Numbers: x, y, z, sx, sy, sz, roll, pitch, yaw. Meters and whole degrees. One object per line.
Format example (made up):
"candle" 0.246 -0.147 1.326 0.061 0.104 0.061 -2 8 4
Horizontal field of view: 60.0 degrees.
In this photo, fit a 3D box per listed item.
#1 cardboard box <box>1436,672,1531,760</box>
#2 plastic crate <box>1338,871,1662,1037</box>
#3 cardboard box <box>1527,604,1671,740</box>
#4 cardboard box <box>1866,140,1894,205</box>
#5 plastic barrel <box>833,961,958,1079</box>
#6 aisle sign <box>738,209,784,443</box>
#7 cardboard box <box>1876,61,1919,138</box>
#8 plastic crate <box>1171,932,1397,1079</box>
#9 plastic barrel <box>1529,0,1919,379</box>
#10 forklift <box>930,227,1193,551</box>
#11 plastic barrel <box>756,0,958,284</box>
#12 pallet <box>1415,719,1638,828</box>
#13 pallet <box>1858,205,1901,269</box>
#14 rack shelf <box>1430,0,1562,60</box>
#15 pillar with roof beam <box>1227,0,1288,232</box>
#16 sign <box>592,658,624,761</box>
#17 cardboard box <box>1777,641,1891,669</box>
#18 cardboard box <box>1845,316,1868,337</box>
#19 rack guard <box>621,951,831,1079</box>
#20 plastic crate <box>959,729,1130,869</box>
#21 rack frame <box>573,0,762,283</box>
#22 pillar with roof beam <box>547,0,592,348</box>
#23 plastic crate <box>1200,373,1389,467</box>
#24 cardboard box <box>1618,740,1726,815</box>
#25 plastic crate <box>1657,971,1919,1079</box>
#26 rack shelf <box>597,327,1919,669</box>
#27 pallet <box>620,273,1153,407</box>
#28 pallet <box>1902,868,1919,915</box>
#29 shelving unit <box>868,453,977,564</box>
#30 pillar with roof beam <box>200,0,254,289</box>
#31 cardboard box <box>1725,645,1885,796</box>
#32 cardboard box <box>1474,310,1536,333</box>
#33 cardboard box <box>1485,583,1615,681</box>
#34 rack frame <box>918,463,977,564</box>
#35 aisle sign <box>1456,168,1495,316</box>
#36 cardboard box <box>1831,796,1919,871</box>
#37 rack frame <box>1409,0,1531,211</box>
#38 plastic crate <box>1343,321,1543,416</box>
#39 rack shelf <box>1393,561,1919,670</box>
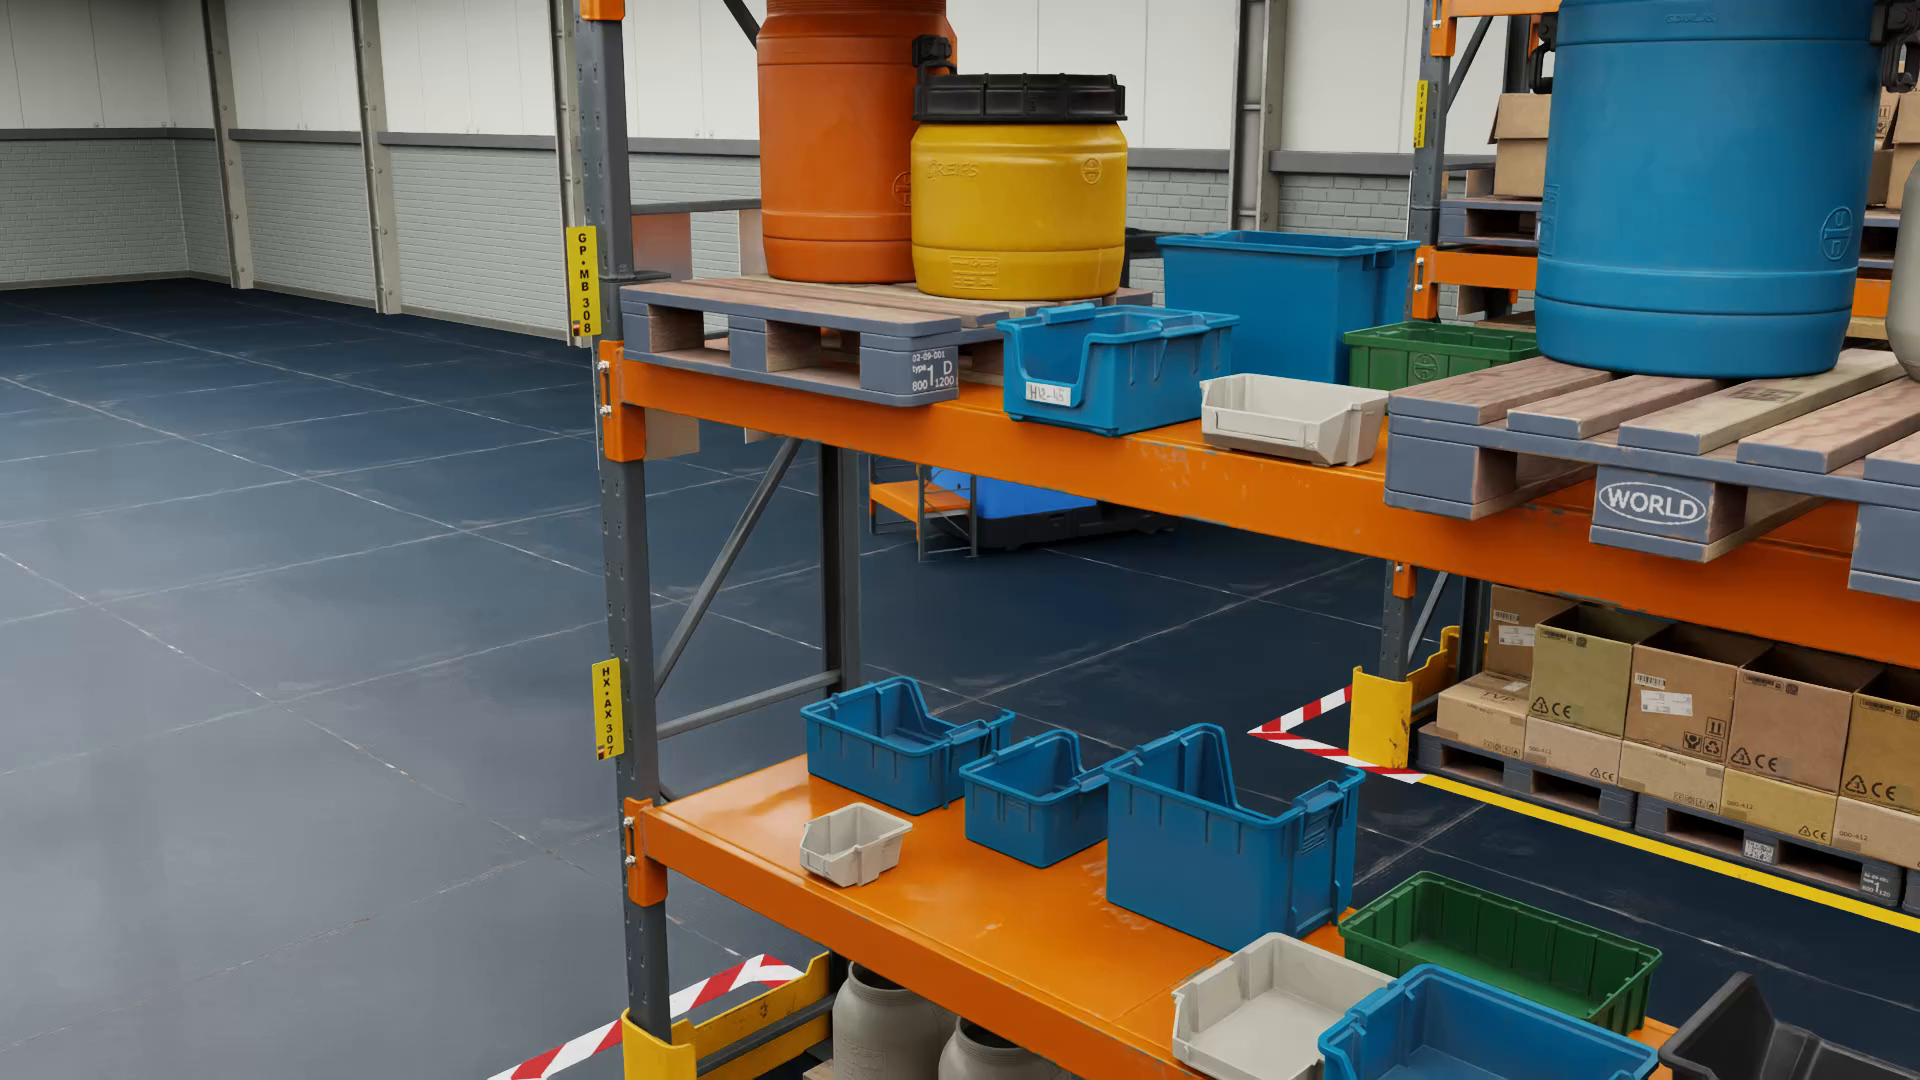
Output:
"cardboard box" 2.927 0.942 8.987 0.500 0.250 0.500 14 20 42
"plastic crate" 1.353 1.093 4.209 0.662 0.188 0.450 14 20 42
"cardboard box" 3.288 0.667 8.558 0.500 0.500 0.500 14 20 42
"cardboard box" 4.107 -1.748 7.808 0.500 0.311 0.500 -12 19 -38
"plastic barrel" -0.219 1.681 5.632 0.421 0.512 0.421 0 15 0
"aisle sign" -0.591 -0.745 5.688 0.004 0.787 0.394 14 20 42
"cardboard box" 6.566 -3.004 11.342 0.500 0.500 0.500 13 20 42
"plastic crate" 0.789 1.169 4.021 0.437 0.136 0.530 14 20 42
"plastic barrel" 1.492 -0.812 3.322 0.708 0.901 0.600 14 20 42
"forklift" 1.283 -1.574 14.160 3.031 2.935 1.130 -8 17 -28
"plastic barrel" -0.308 -1.221 5.037 0.708 0.830 0.600 14 20 42
"pallet" 3.275 1.156 9.075 1.213 0.211 1.003 14 20 42
"pallet" 4.069 -1.386 7.529 1.213 0.211 1.003 14 20 42
"rack shelf" 4.135 -2.331 7.250 4.000 0.370 1.077 14 20 42
"pillar with roof beam" -0.072 -4.425 13.069 0.400 9.000 9.100 14 20 42
"sign" -1.131 0.544 5.345 0.005 0.325 0.100 14 20 42
"cardboard box" 4.377 0.745 8.256 0.500 0.500 0.500 14 20 42
"cardboard box" 6.266 -1.381 12.054 0.500 0.500 0.500 14 20 42
"rack guard" -0.658 1.794 6.057 0.348 0.500 1.175 14 20 42
"plastic crate" 0.286 0.799 5.211 0.408 0.251 0.499 14 20 42
"rack frame" -0.746 -2.324 5.004 0.127 3.000 1.000 14 20 42
"pillar with roof beam" -8.711 -6.525 21.129 0.400 9.000 9.100 14 20 42
"plastic crate" 0.698 -0.252 3.525 0.396 0.136 0.243 14 20 42
"cardboard box" 3.649 1.117 8.318 0.500 0.250 0.500 14 20 42
"plastic crate" 1.845 1.195 3.522 0.504 0.338 0.767 14 20 42
"rack shelf" 0.694 -0.174 4.129 4.000 0.370 1.077 14 20 42
"pallet" -0.218 -0.618 4.782 1.213 0.211 1.003 14 20 42
"pallet" 5.031 1.583 7.437 1.213 0.211 1.003 14 20 42
"shelving unit" -0.315 -0.502 13.627 0.538 1.125 1.048 -7 16 -25
"pillar with roof beam" -17.349 -8.626 29.189 0.400 9.000 9.100 14 20 42
"cardboard box" 4.005 0.842 7.883 0.500 0.500 0.500 14 20 42
"cardboard box" 3.060 -0.902 8.674 0.500 0.500 0.700 14 20 42
"cardboard box" 3.288 0.485 9.255 0.500 0.500 0.500 14 20 42
"rack frame" -0.098 -0.386 13.182 0.500 1.125 0.032 -7 16 -25
"aisle sign" 2.852 -1.642 9.129 0.004 0.787 0.394 14 20 42
"cardboard box" 4.366 1.293 7.643 0.500 0.250 0.500 14 20 42
"rack frame" 2.695 -3.222 8.452 0.127 3.000 1.000 14 20 42
"plastic crate" 1.187 -0.395 3.972 0.450 0.188 0.336 14 20 42
"rack shelf" 4.135 0.379 7.956 4.000 0.370 1.077 14 20 42
